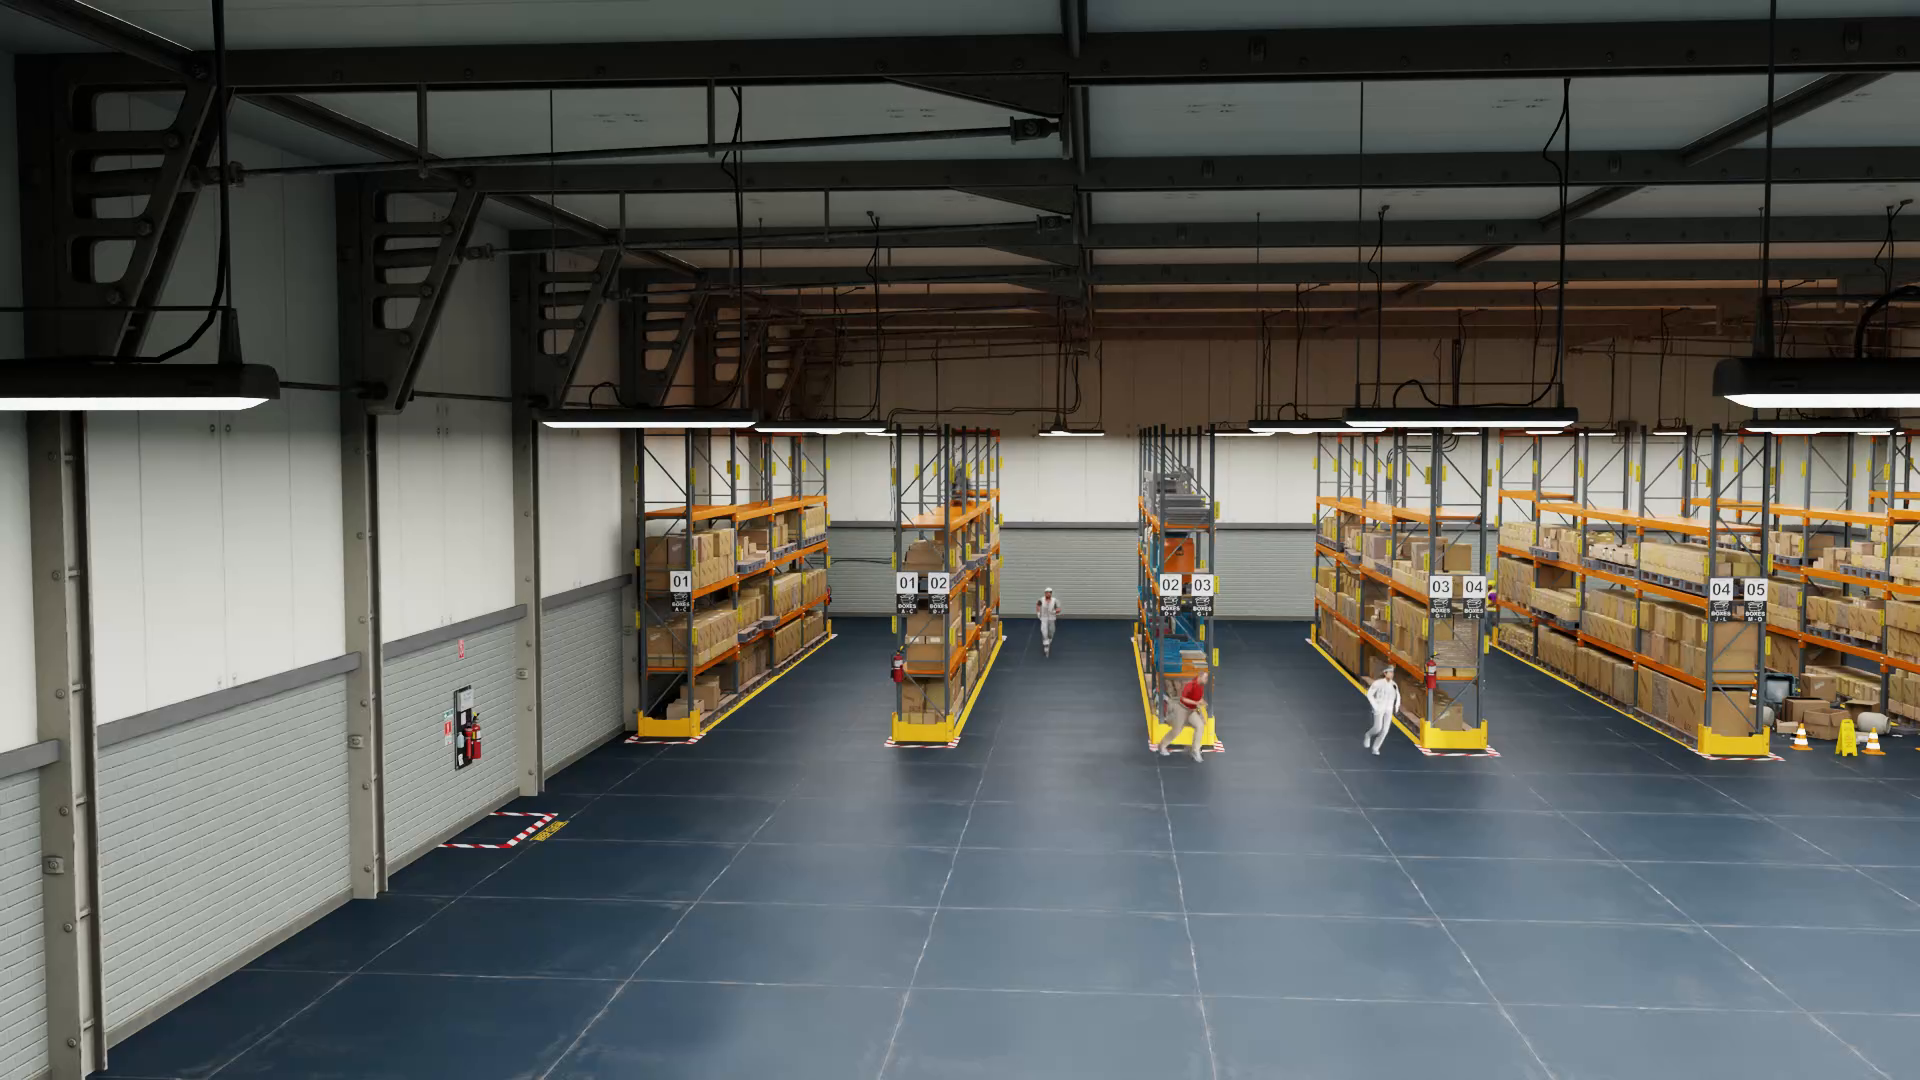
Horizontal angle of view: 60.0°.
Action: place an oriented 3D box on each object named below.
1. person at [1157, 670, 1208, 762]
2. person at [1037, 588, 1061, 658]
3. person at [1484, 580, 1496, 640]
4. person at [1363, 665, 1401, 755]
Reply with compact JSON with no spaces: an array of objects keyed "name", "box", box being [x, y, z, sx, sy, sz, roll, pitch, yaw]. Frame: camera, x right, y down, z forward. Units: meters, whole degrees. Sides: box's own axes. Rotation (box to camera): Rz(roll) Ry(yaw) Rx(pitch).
[{"name":"person","box":[3.997,3.136,29.699,1.017,1.695,0.707,3,4,36]},{"name":"person","box":[2.355,2.170,44.025,0.623,1.838,1.051,0,3,-3]},{"name":"person","box":[14.969,1.990,47.157,0.599,1.733,0.694,-1,4,-14]},{"name":"person","box":[7.726,3.074,30.262,0.671,1.611,0.525,-1,4,-12]}]
